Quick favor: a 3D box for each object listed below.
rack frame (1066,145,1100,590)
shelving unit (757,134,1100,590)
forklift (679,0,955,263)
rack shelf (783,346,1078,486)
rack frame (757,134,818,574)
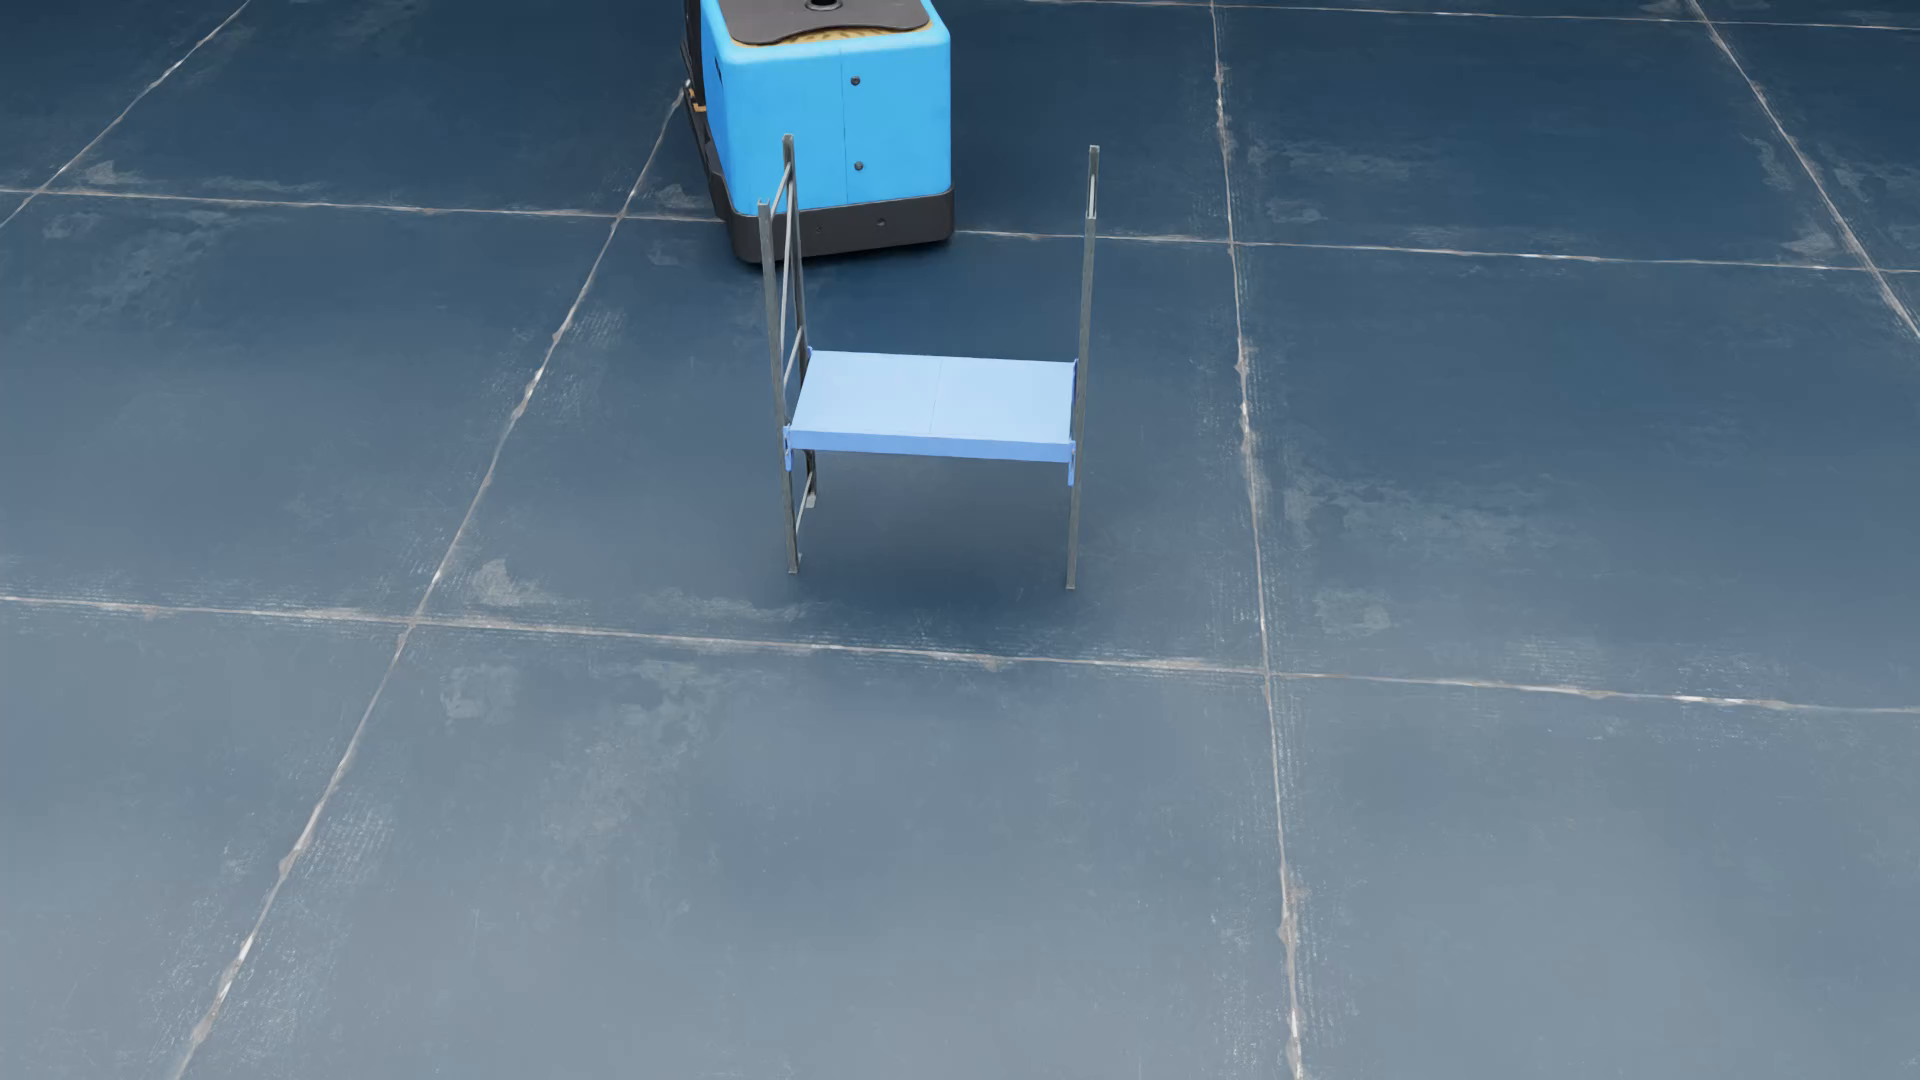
[{"bbox_3d":[0.421,-0.559,5.748,0.032,1.500,0.500,3,39,4],"label":"rack frame"},{"bbox_3d":[-0.085,-0.586,5.782,1.048,1.500,0.538,3,39,4],"label":"shelving unit"},{"bbox_3d":[-0.880,-3.360,8.056,1.130,2.935,3.031,-9,40,-11],"label":"forklift"},{"bbox_3d":[-0.085,-0.447,5.896,1.000,0.185,0.538,3,39,4],"label":"rack shelf"},{"bbox_3d":[-0.591,-0.614,5.816,0.032,1.500,0.500,3,39,4],"label":"rack frame"}]
